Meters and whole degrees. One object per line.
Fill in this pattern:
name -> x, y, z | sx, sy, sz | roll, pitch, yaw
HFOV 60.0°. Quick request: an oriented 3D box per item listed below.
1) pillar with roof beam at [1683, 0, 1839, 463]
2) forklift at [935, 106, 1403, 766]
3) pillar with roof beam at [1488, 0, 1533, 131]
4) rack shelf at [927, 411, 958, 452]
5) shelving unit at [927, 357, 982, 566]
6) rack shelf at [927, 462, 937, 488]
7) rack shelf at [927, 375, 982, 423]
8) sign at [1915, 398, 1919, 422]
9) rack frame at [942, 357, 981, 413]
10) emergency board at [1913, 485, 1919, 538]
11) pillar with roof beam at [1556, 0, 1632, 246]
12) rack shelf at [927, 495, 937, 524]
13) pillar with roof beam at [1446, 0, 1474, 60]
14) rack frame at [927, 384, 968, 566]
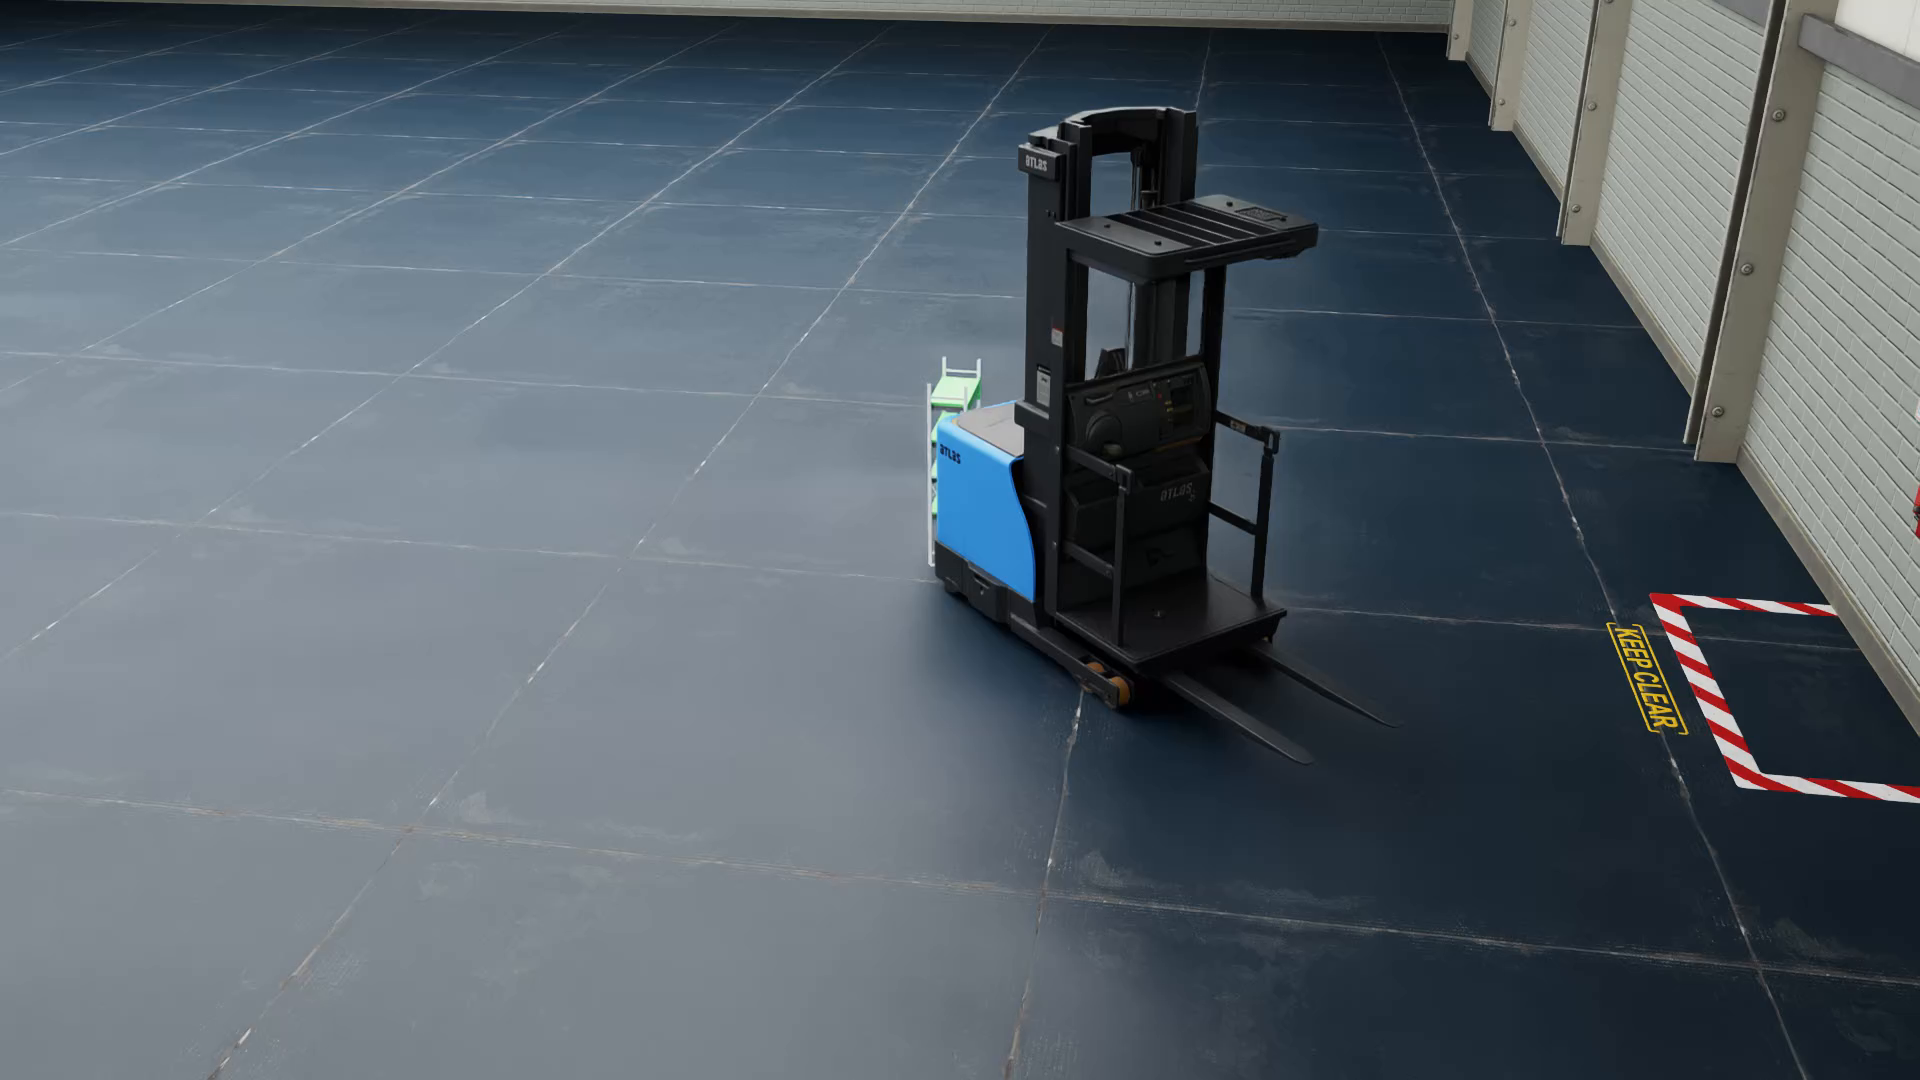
pillar with roof beam -> 1.232, -5.016, 10.851 | 9.100, 9.000, 0.400 | 4, 25, 9
forklift -> 1.085, -0.663, 8.710 | 1.130, 2.935, 3.031 | -16, 29, -30
pillar with roof beam -> 3.193, -10.035, 21.573 | 9.100, 9.000, 0.400 | 4, 25, 9
rack shelf -> -0.033, -0.641, 10.284 | 0.258, 0.148, 0.480 | 4, 26, 9
shelving unit -> -0.034, -0.481, 10.359 | 0.258, 1.200, 0.503 | 4, 26, 9
rack shelf -> -0.034, -0.424, 10.387 | 0.258, 0.148, 0.480 | 4, 26, 9
rack shelf -> -0.033, -0.857, 10.181 | 0.258, 0.148, 0.480 | 4, 26, 9
sign -> 5.132, -0.762, 8.798 | 0.001, 0.329, 0.234 | 4, 25, 9
rack frame -> 0.008, -0.584, 10.577 | 0.240, 1.200, 0.015 | 4, 26, 9
emergency board -> 4.940, -0.522, 8.327 | 0.194, 1.169, 0.643 | 4, 25, 9
pillar with roof beam -> 2.212, -7.525, 16.212 | 9.100, 9.000, 0.400 | 4, 25, 9
rack shelf -> -0.034, -0.207, 10.490 | 0.258, 0.148, 0.480 | 4, 26, 9
pillar with roof beam -> 4.173, -12.544, 26.934 | 9.100, 9.000, 0.400 | 4, 25, 9
rack frame -> -0.076, -0.379, 10.142 | 0.240, 1.200, 0.015 | 4, 26, 9
